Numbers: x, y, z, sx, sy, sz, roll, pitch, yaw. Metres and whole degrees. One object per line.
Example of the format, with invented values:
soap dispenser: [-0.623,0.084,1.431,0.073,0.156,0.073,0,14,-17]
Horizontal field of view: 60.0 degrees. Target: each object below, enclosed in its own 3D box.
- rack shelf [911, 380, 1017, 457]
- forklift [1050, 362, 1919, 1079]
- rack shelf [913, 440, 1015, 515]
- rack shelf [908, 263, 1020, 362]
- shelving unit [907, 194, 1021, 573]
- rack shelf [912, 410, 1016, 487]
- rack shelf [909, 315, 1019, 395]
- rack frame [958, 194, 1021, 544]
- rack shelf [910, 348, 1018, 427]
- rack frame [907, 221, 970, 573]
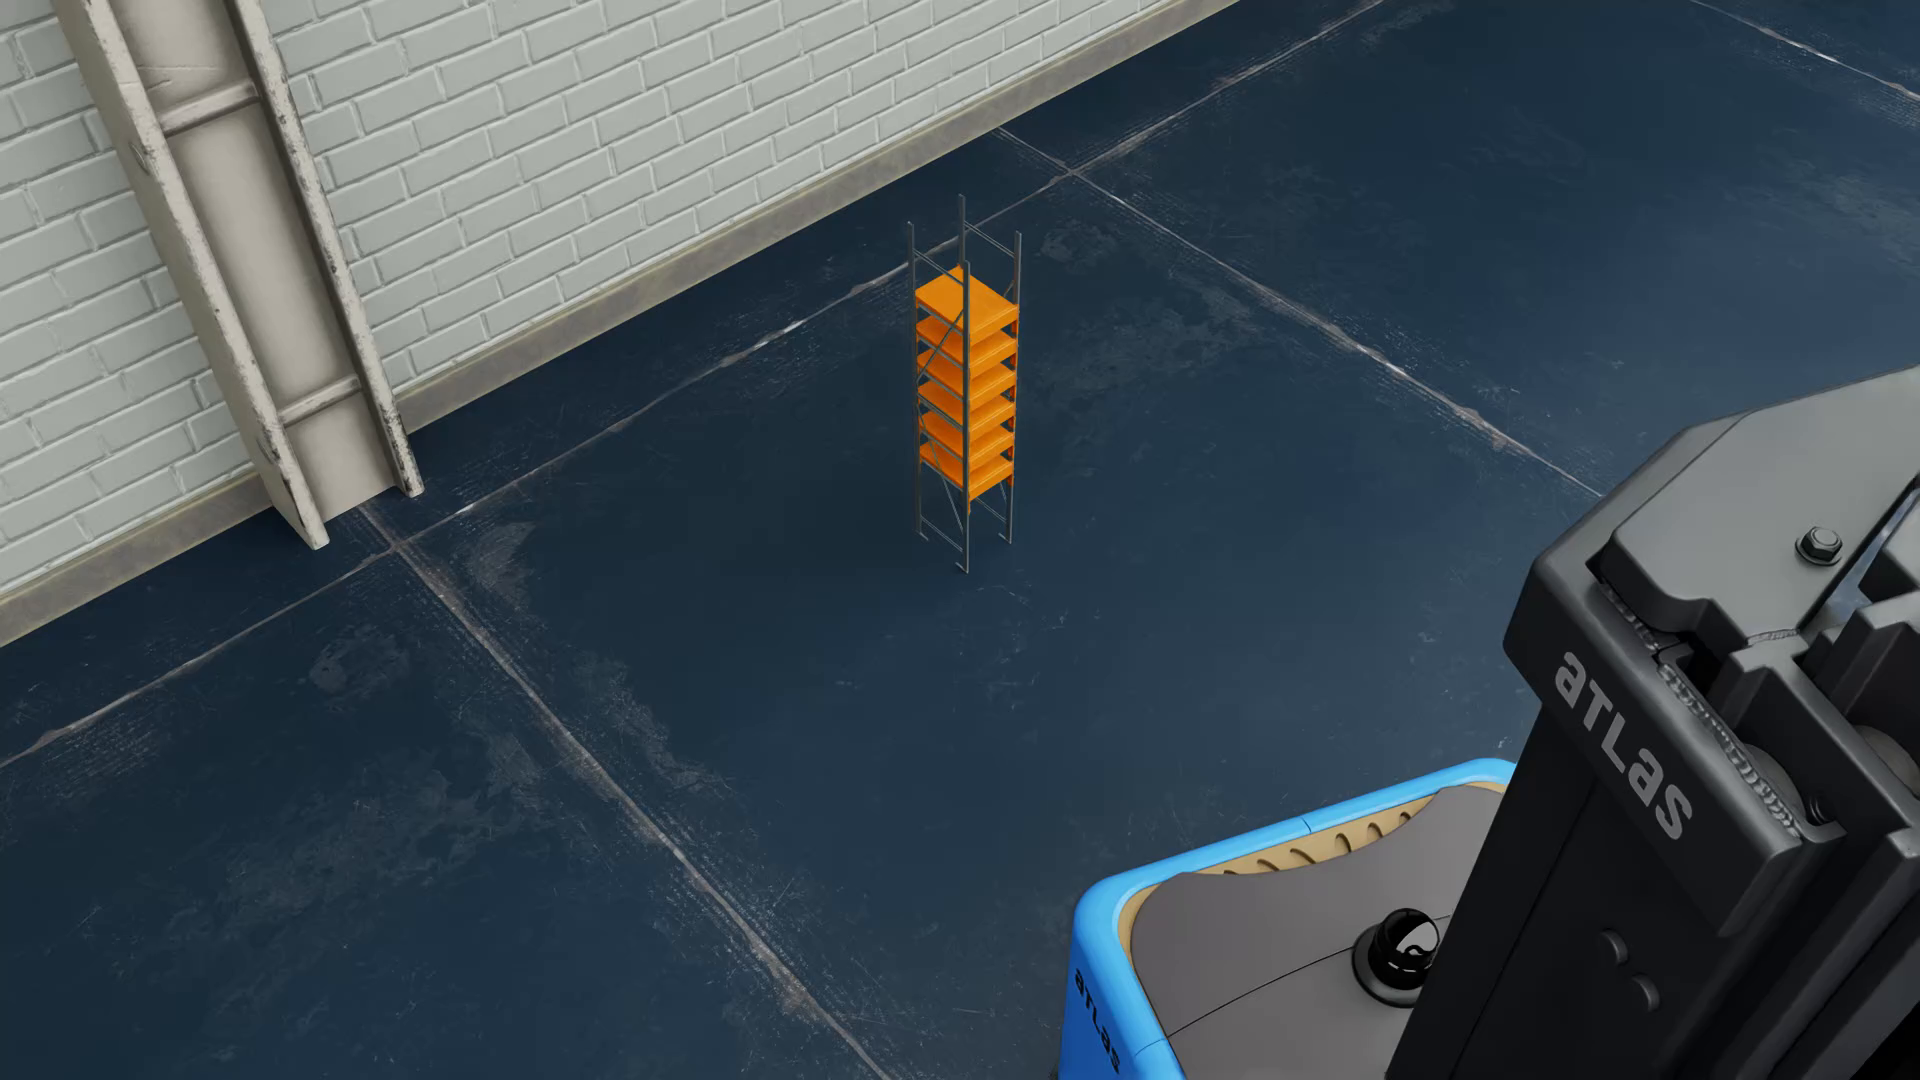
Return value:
rack shelf: [0.011,-0.384,4.848,0.180,0.103,0.258,-34,56,-27]
forklift: [1.178,1.302,2.054,1.130,2.935,3.031,-15,49,-13]
rack shelf: [0.011,-0.221,5.025,0.180,0.103,0.258,-34,56,-27]
rack shelf: [0.011,-0.628,4.584,0.180,0.103,0.258,-34,56,-27]
shelving unit: [0.011,-0.414,4.816,0.189,1.200,0.258,-34,56,-27]
rack shelf: [0.011,-0.303,4.936,0.180,0.103,0.258,-34,56,-27]
rack shelf: [0.011,-0.547,4.672,0.180,0.103,0.258,-34,56,-27]
rack frame: [0.078,-0.459,4.857,0.006,1.200,0.240,-34,56,-27]
rack shelf: [0.011,-0.465,4.760,0.180,0.103,0.258,-34,56,-27]
rack frame: [-0.057,-0.369,4.774,0.006,1.200,0.240,-34,56,-27]
